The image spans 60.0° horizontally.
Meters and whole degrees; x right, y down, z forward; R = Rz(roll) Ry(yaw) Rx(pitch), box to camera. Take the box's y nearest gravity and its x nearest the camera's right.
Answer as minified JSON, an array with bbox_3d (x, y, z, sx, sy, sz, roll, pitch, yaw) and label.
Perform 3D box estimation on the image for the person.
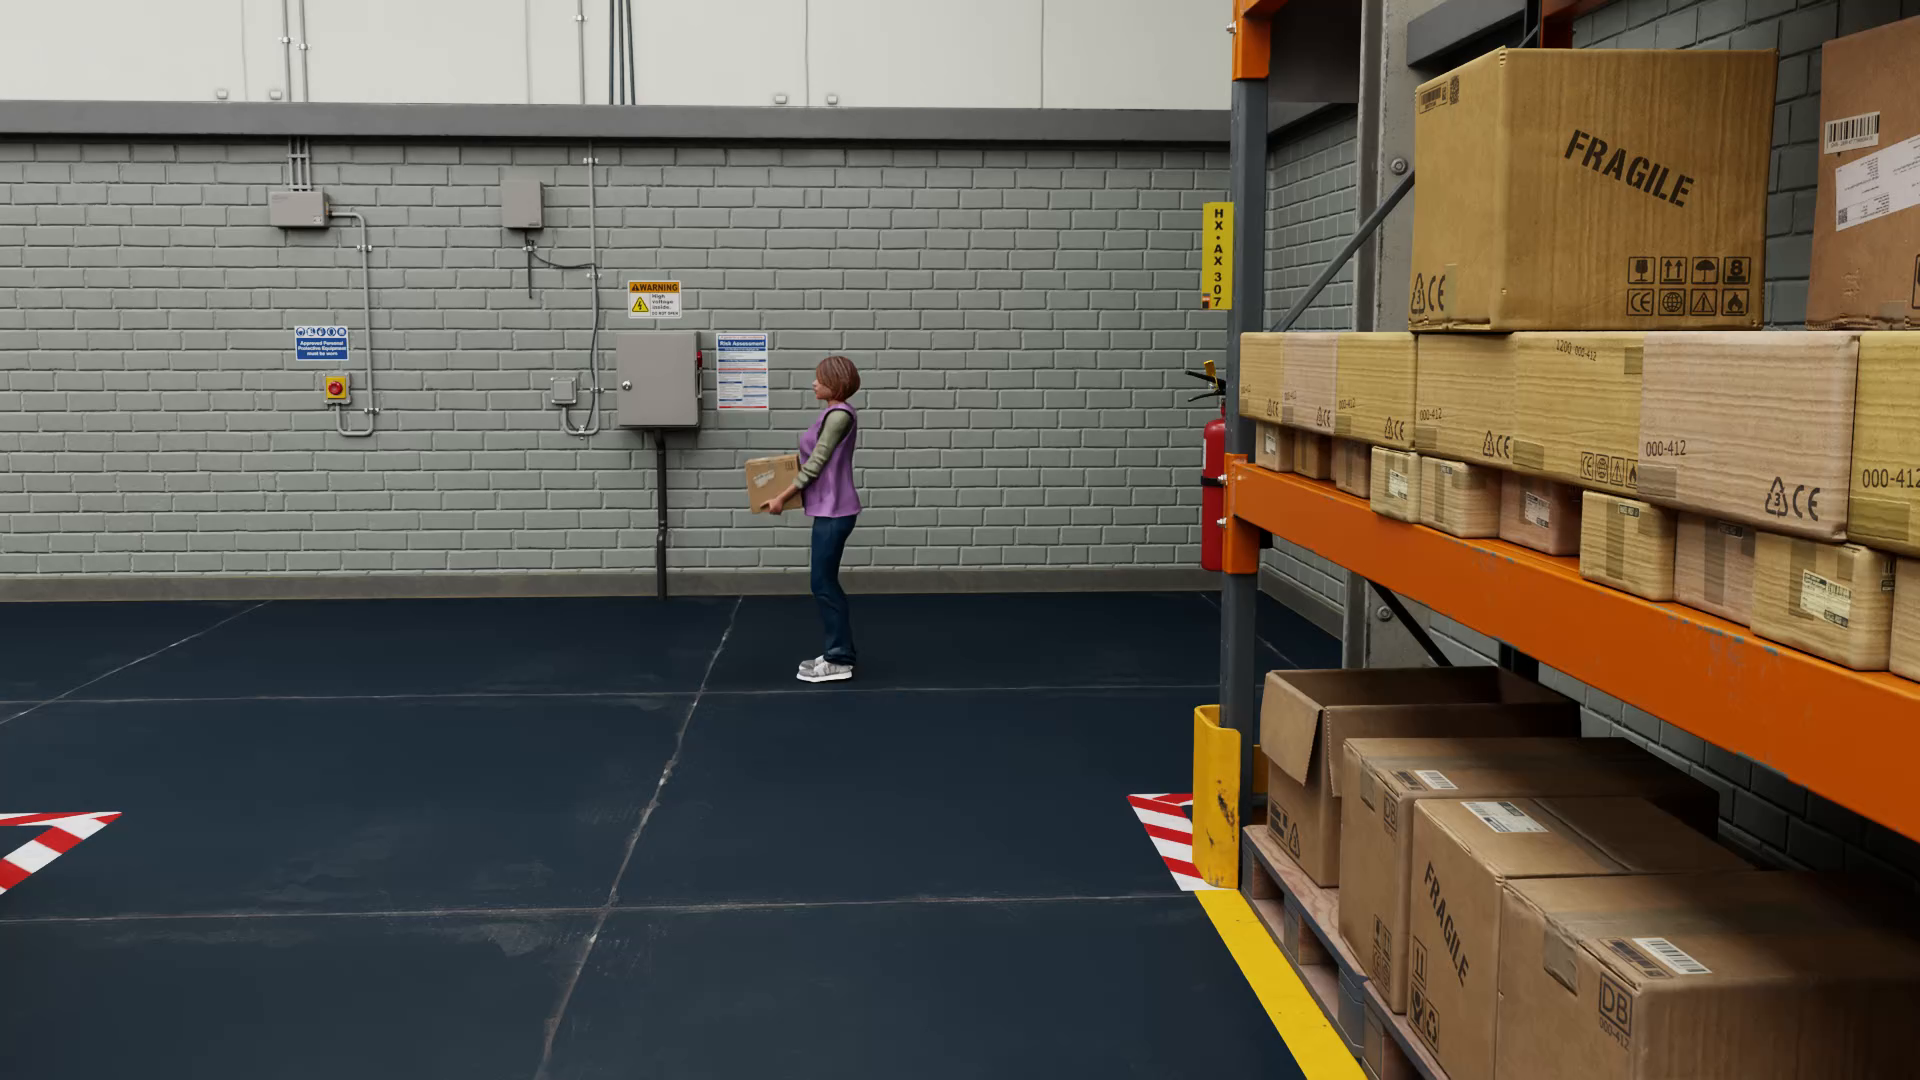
[{"bbox_3d":[-0.728,-0.107,8.186,0.494,1.594,0.404,0,7,-3],"label":"person"}]
